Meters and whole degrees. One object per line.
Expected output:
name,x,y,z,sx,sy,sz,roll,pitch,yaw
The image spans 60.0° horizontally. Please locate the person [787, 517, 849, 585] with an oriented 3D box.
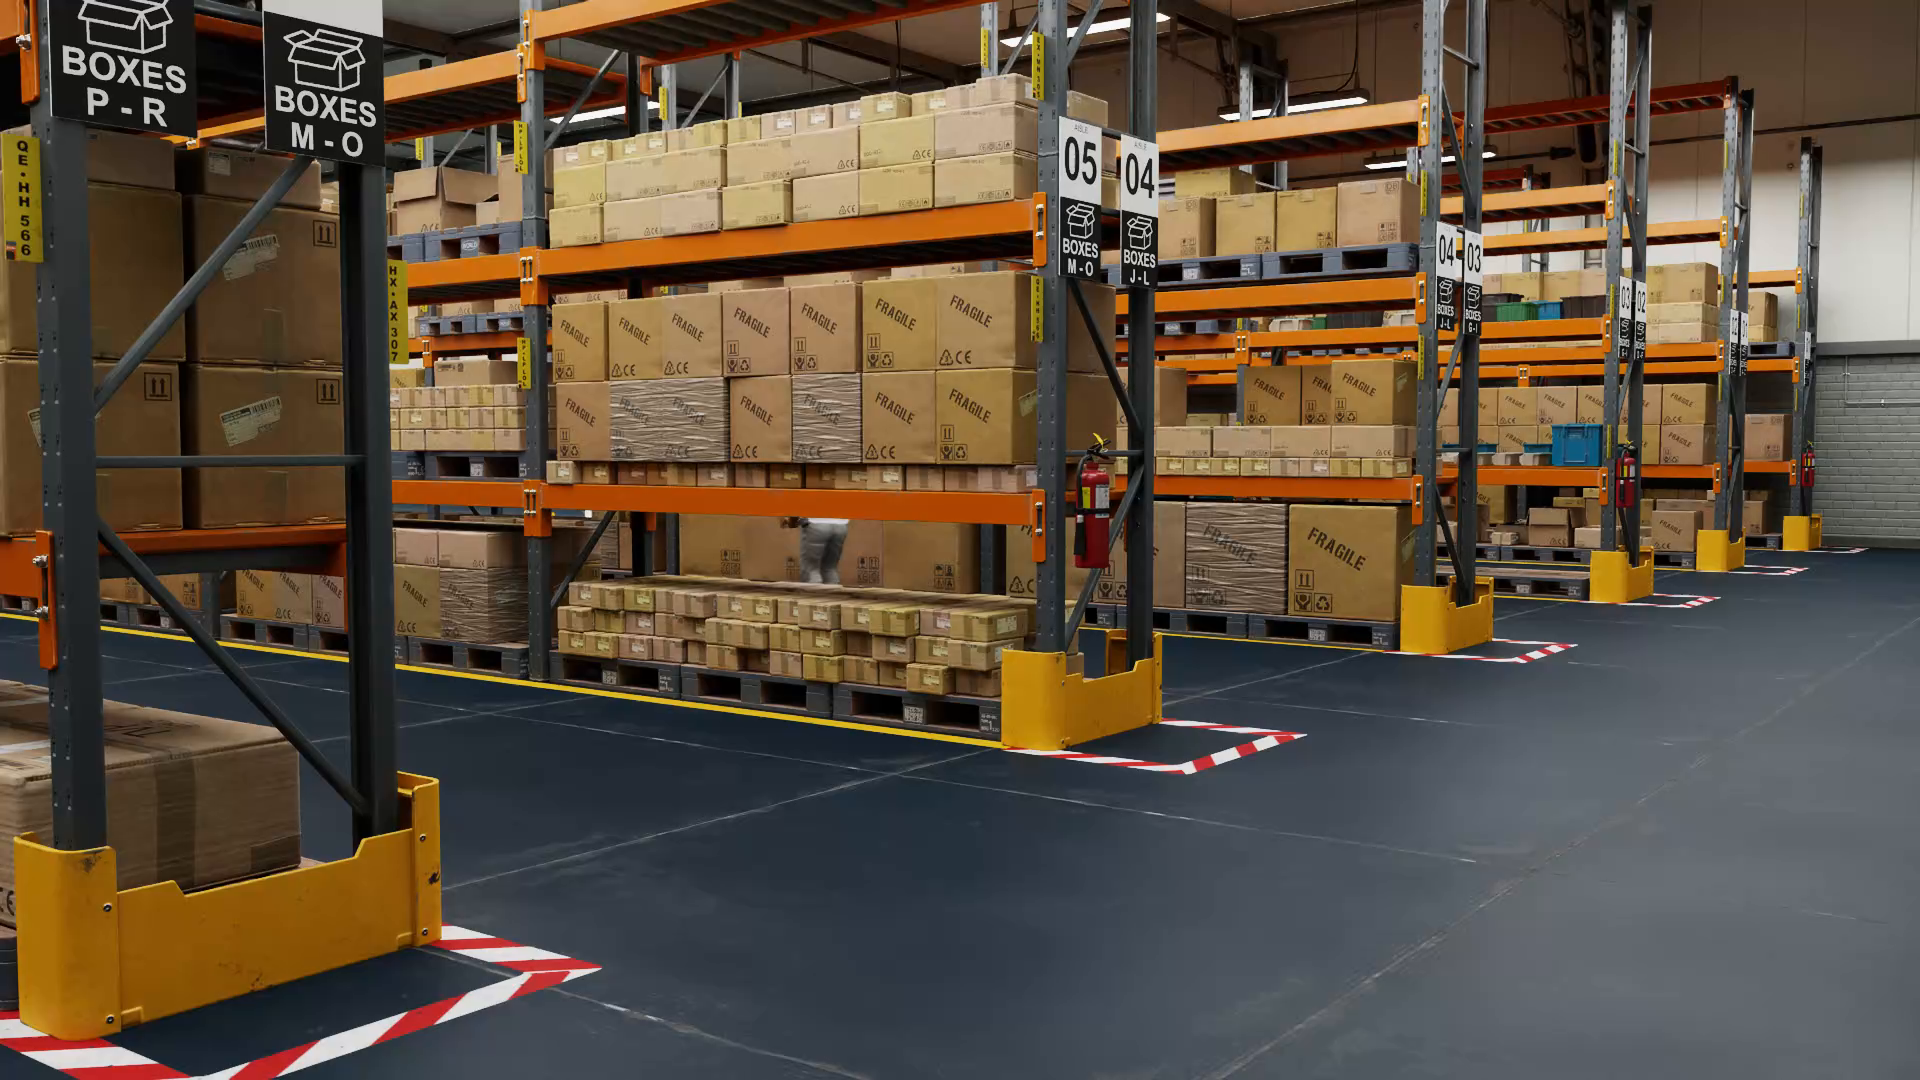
person,-1.232,-0.094,14.258,0.532,1.662,0.457,3,4,41
